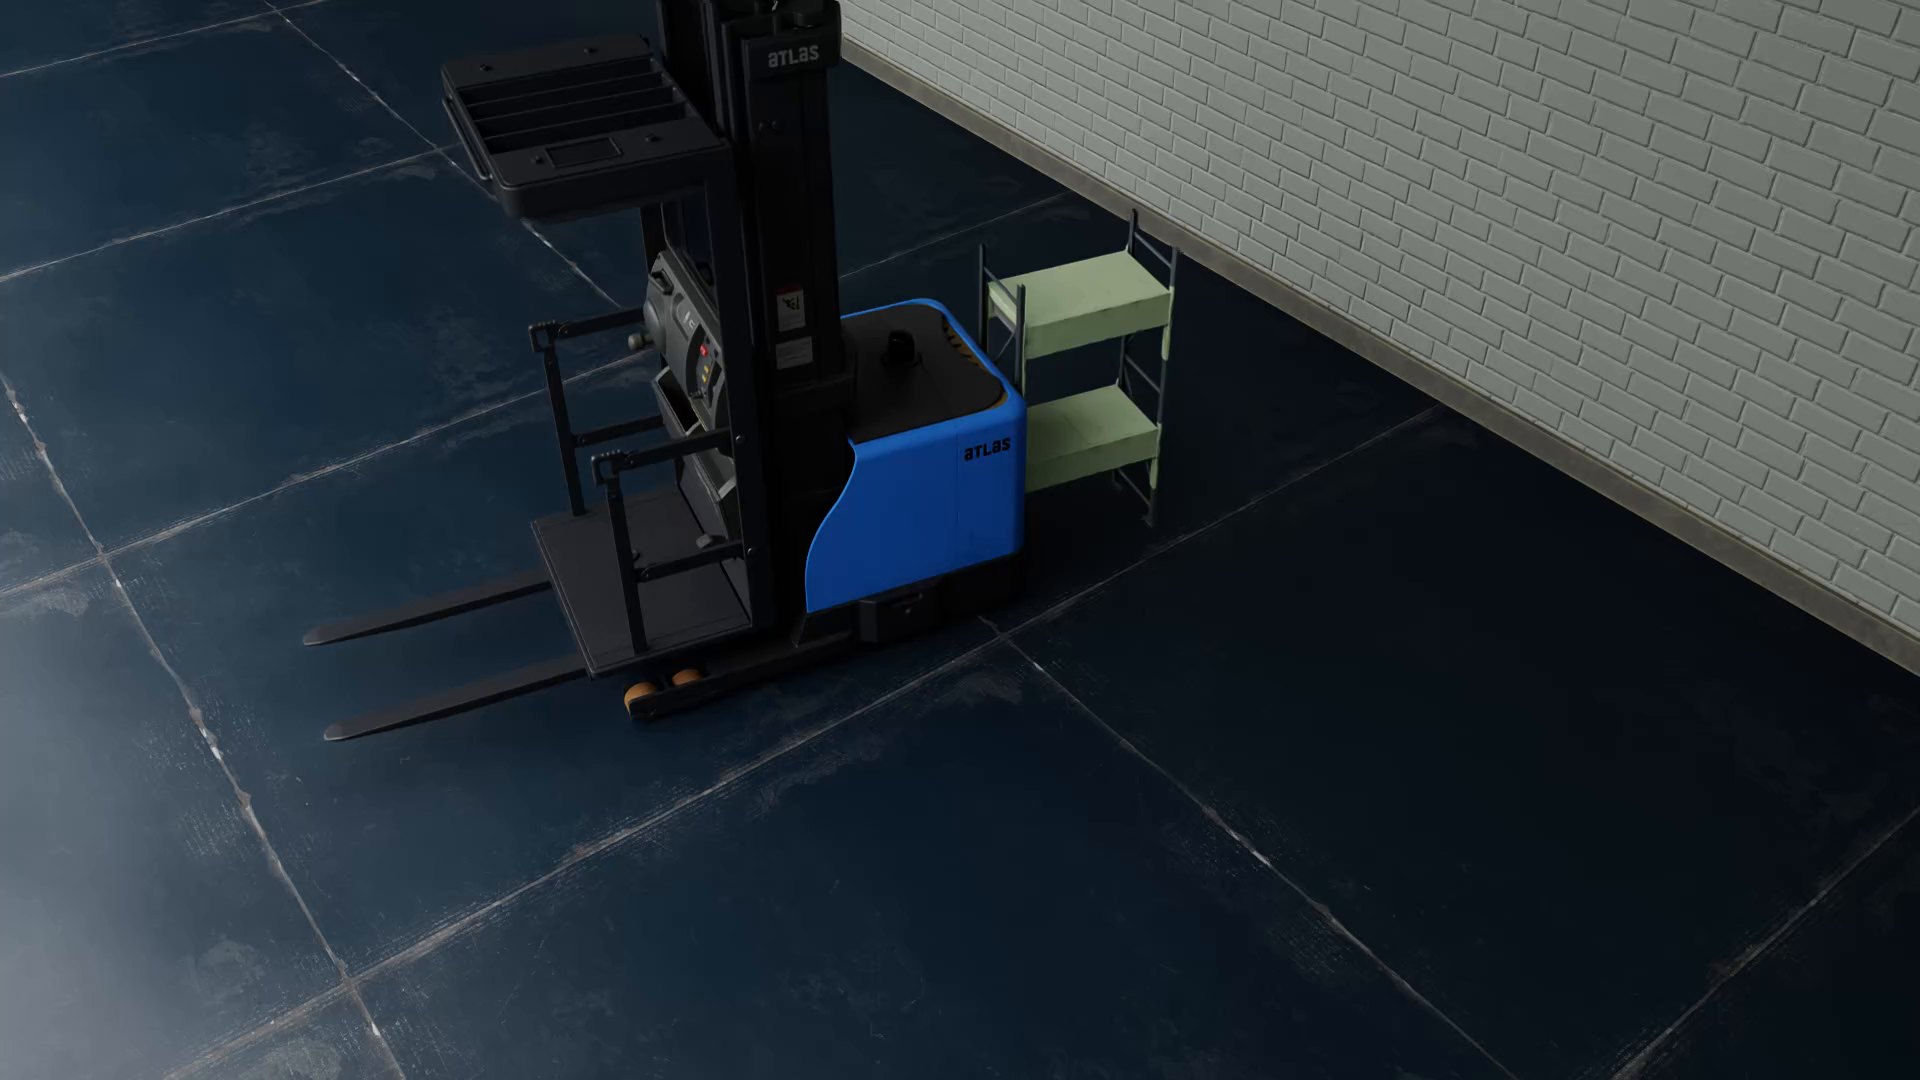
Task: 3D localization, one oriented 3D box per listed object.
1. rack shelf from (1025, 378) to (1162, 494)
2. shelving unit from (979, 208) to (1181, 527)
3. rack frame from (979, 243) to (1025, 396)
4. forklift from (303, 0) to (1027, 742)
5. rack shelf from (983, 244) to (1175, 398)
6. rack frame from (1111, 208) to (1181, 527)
[{"bbox_3d":[0.508,-0.409,7.713,0.720,0.370,0.431,-16,42,-19],"label":"rack shelf"},{"bbox_3d":[0.508,-0.661,7.507,0.755,1.500,0.431,-16,42,-19],"label":"shelving unit"},{"bbox_3d":[0.175,-0.565,7.389,0.023,1.500,0.400,-16,42,-19],"label":"rack frame"},{"bbox_3d":[-1.266,-0.758,6.496,3.031,2.935,1.130,-16,42,-19],"label":"forklift"},{"bbox_3d":[0.508,-0.963,7.259,0.720,0.370,0.431,-16,42,-19],"label":"rack shelf"},{"bbox_3d":[0.841,-0.757,7.624,0.023,1.500,0.400,-16,42,-19],"label":"rack frame"}]
